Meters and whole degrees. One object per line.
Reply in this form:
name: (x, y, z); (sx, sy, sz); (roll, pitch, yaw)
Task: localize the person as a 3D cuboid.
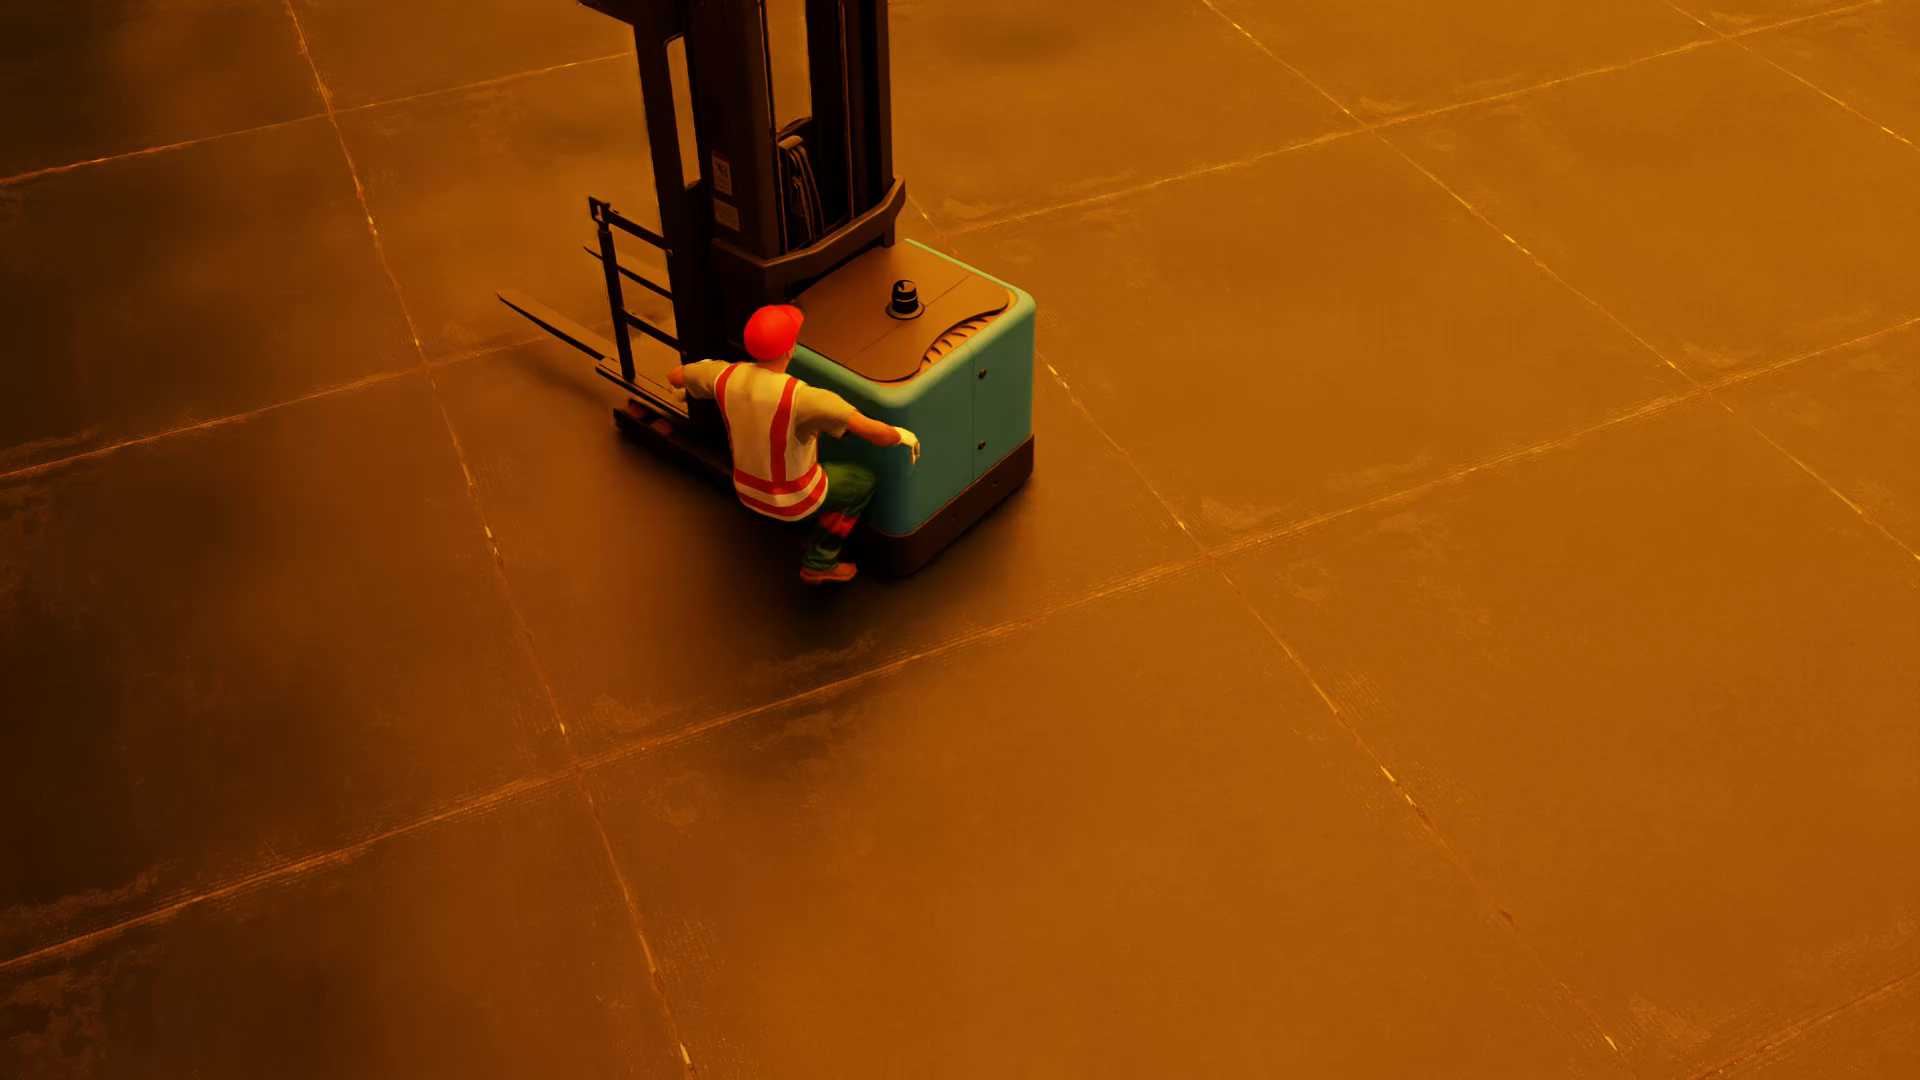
person: (-0.653, -0.414, 7.090); (1.105, 1.627, 0.829); (23, 48, 23)

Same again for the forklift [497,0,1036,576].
forklift: (-1.105, -1.758, 7.563); (3.031, 2.935, 1.130); (29, 50, 28)
